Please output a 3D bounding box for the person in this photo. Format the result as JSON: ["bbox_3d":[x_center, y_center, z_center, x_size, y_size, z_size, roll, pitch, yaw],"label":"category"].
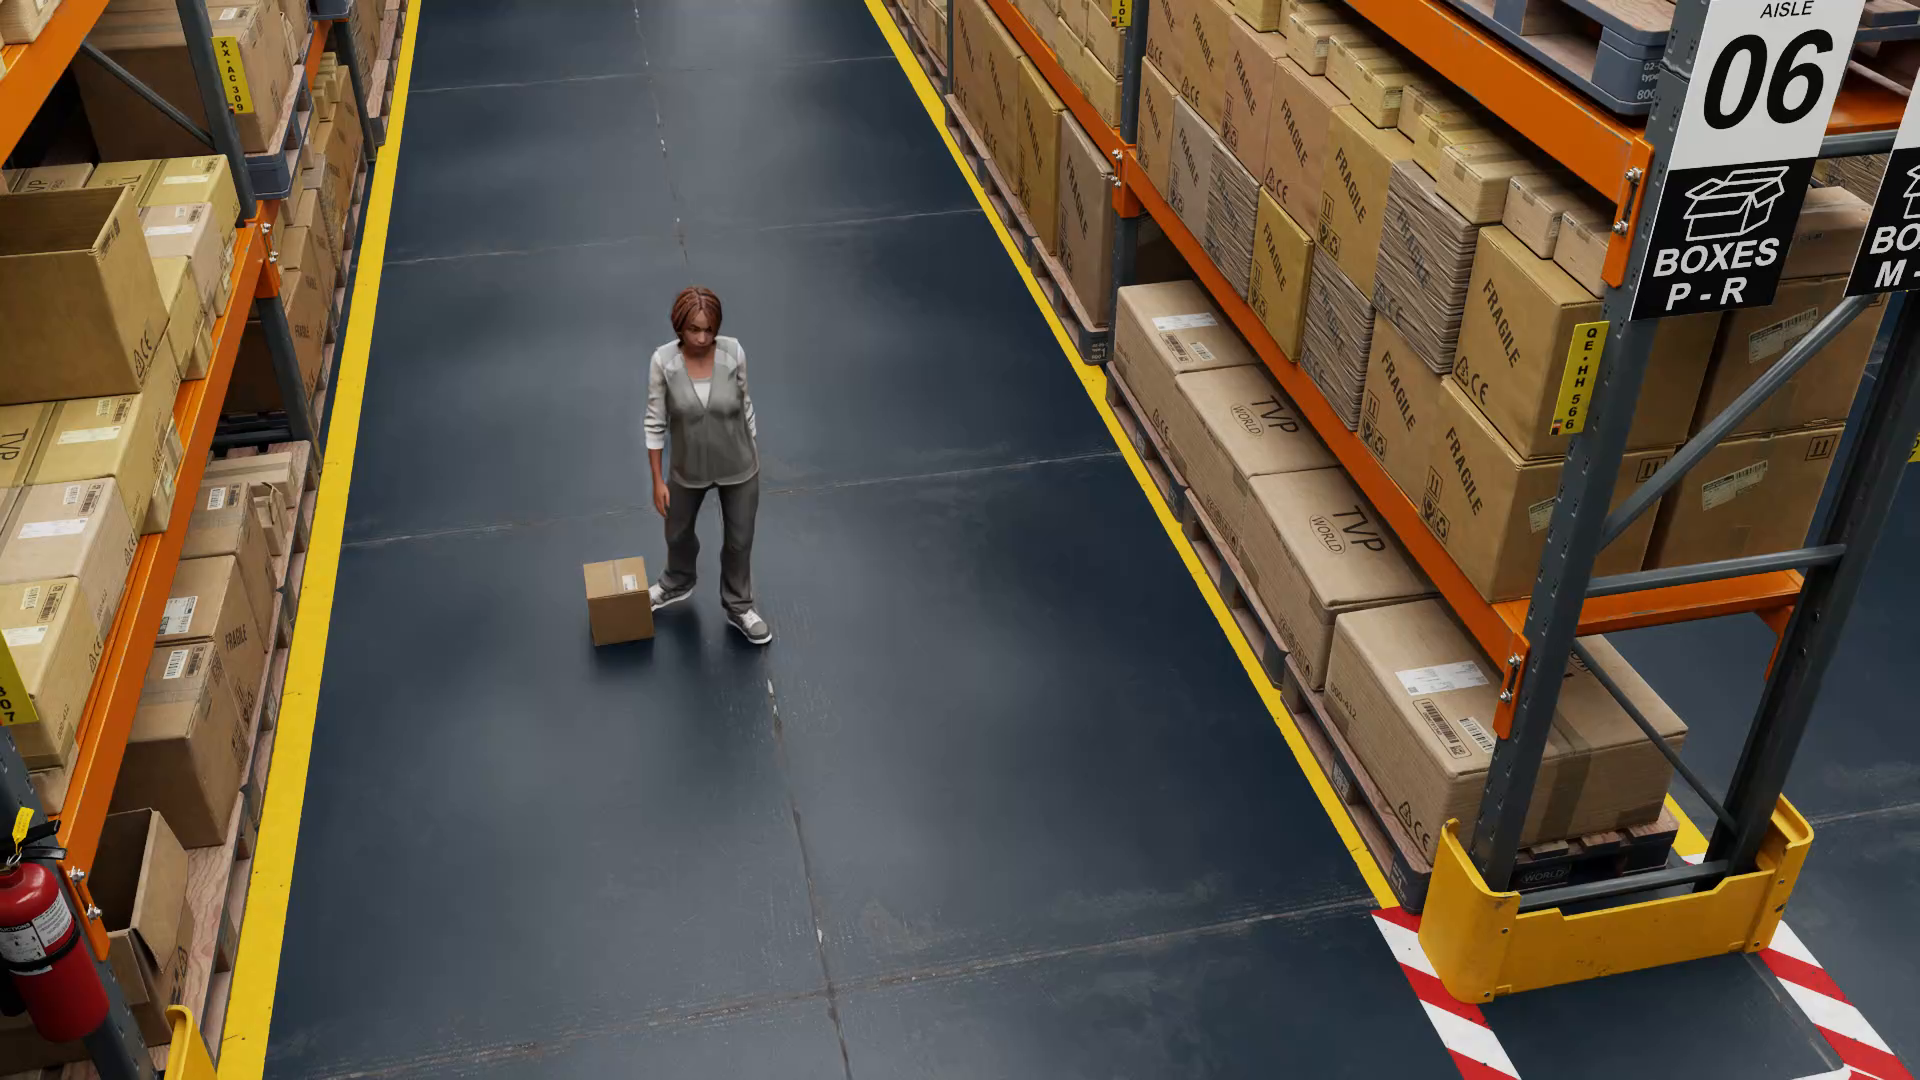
[{"bbox_3d":[-1.087,-0.290,6.567,0.588,1.594,0.438,-4,35,-6],"label":"person"}]
